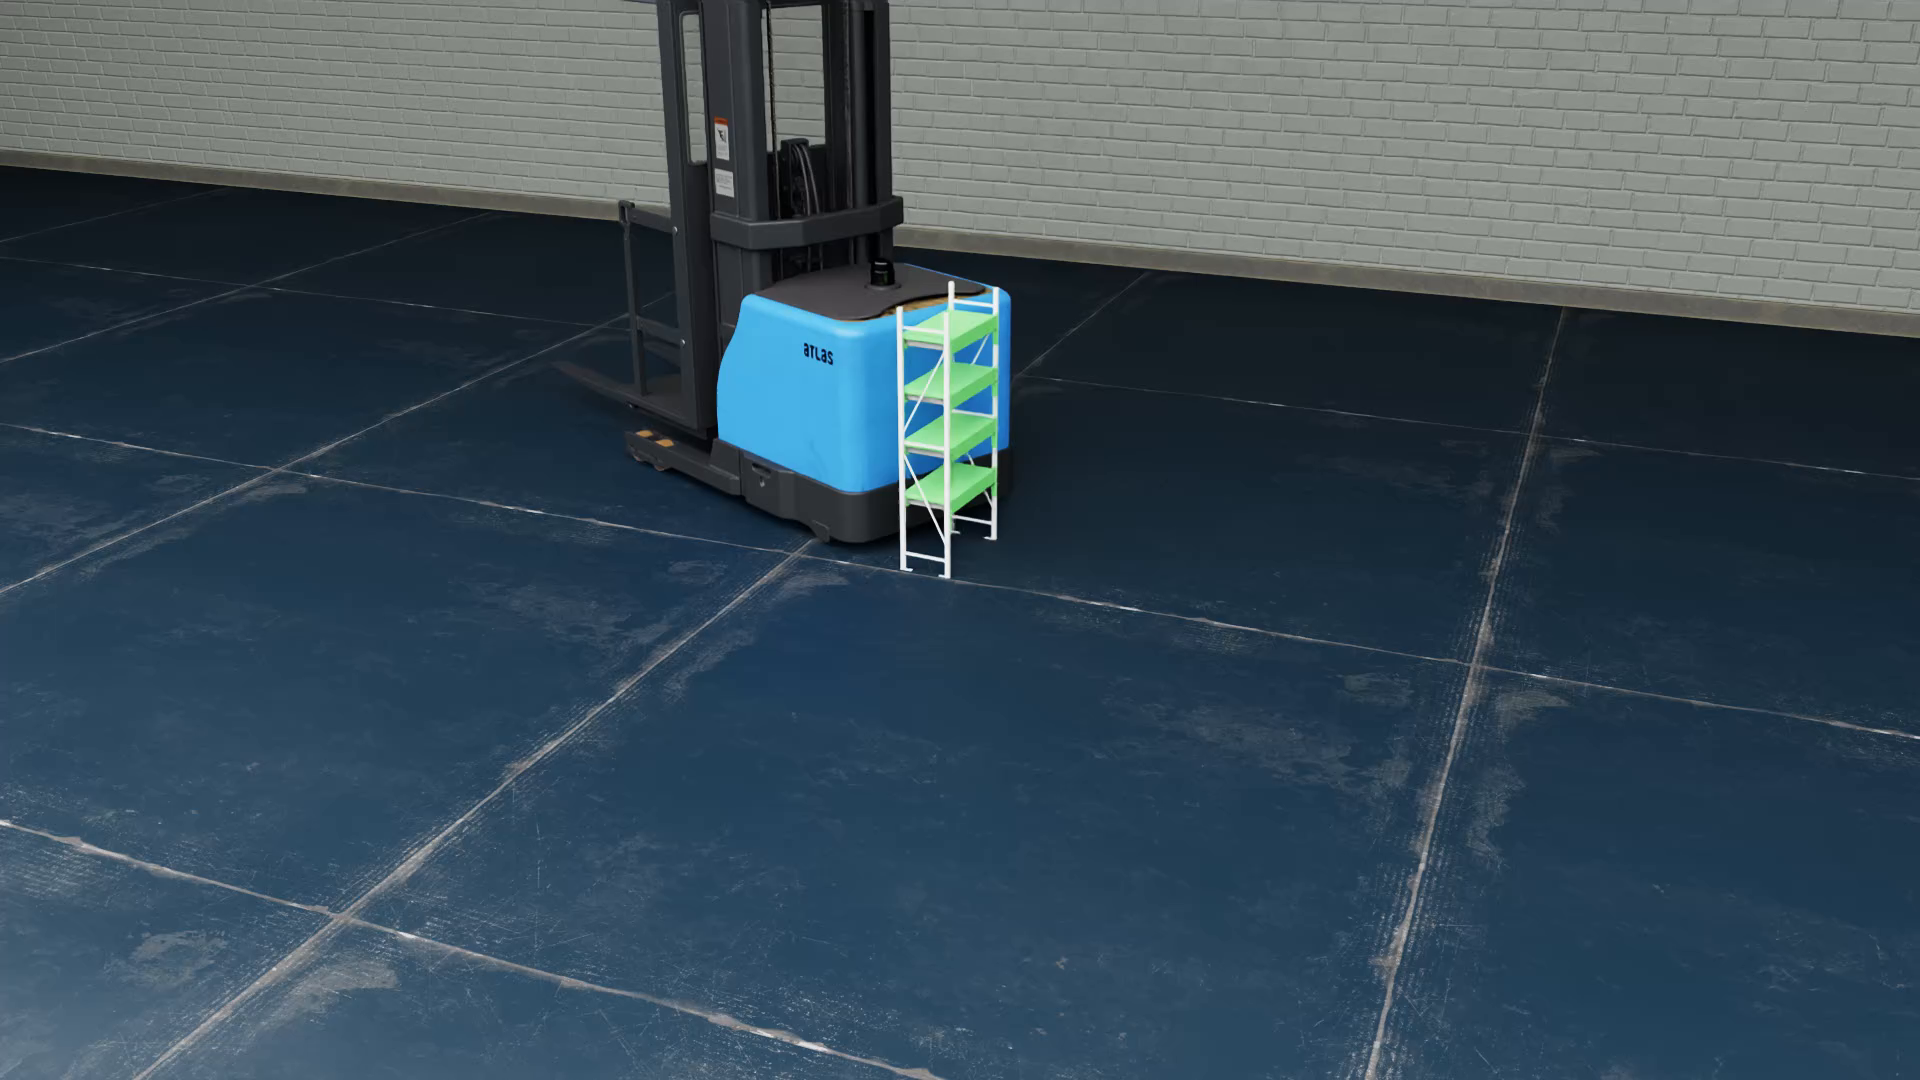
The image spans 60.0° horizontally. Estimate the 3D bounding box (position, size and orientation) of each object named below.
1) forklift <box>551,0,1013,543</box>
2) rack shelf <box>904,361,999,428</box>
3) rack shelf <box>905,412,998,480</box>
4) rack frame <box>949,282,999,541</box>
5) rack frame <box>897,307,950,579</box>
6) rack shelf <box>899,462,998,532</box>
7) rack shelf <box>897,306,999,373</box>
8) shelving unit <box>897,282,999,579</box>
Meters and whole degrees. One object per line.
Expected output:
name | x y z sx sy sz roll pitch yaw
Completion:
forklift | -1.106 -1.823 8.312 1.130 2.935 3.031 -19 29 -38
rack shelf | -0.046 -0.650 7.291 0.258 0.148 0.480 11 25 24
rack shelf | -0.046 -0.428 7.384 0.258 0.148 0.480 11 25 24
rack frame | 0.061 -0.572 7.562 0.240 1.200 0.015 11 25 24
rack frame | -0.153 -0.403 7.157 0.240 1.200 0.015 11 25 24
rack shelf | -0.046 -0.207 7.476 0.258 0.148 0.480 11 25 24
rack shelf | -0.046 -0.871 7.199 0.258 0.148 0.480 11 25 24
shelving unit | -0.046 -0.487 7.359 0.258 1.200 0.503 11 25 24
